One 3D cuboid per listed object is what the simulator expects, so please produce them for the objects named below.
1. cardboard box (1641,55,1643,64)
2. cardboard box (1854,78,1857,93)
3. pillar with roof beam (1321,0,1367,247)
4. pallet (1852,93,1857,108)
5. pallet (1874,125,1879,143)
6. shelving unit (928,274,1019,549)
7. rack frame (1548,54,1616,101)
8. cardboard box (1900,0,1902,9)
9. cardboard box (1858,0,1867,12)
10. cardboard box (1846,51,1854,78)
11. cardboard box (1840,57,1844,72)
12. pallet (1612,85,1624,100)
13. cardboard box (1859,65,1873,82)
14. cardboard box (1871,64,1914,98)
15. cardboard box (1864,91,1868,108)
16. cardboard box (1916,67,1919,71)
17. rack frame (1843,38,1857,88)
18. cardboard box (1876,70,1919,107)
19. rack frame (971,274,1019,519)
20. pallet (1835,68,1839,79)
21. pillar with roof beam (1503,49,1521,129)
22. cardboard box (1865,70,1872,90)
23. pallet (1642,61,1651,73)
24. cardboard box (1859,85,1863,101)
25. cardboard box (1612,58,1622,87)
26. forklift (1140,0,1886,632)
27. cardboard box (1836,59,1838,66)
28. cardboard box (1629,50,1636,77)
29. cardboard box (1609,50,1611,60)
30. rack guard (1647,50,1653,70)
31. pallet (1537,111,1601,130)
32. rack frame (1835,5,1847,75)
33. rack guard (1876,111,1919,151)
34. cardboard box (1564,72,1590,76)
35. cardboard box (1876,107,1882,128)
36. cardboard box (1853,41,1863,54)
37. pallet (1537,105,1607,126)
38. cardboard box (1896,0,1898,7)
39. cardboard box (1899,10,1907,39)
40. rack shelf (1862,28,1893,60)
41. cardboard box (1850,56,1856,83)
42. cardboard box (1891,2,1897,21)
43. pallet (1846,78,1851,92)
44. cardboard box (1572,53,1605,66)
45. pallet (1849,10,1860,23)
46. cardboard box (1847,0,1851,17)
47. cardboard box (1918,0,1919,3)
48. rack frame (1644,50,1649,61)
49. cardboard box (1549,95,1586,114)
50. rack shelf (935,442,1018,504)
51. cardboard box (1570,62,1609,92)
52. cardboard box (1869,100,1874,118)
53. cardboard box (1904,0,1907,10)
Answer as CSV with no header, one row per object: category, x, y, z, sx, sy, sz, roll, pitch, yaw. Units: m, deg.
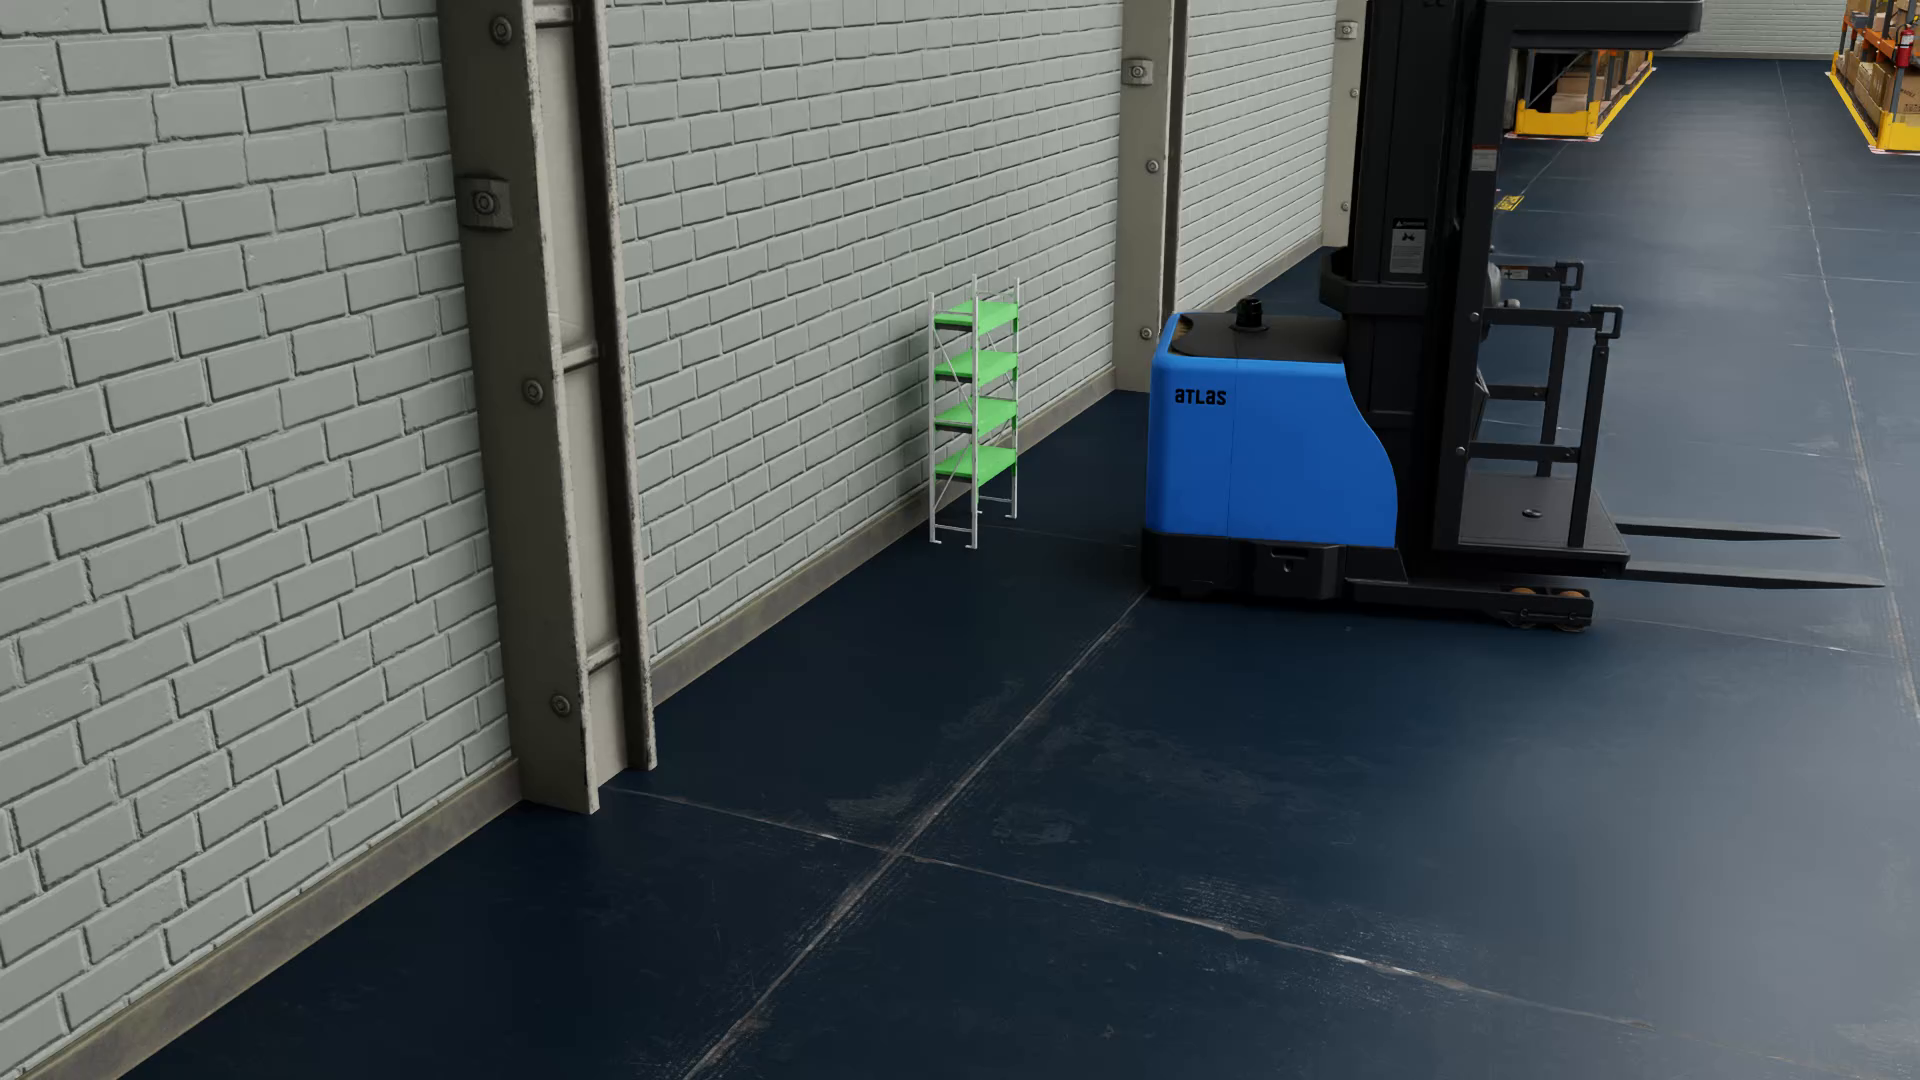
cardboard box,15.007,-10.976,37.459,0.700,0.500,0.500,8,21,21
cardboard box,16.375,-8.149,29.882,0.500,0.250,0.500,8,21,23
pillar with roof beam,7.572,-6.499,12.815,9.100,9.000,0.400,9,21,23
pallet,16.485,-7.806,29.603,1.003,0.211,1.213,9,21,23
pallet,13.857,-5.846,24.093,1.003,0.211,1.213,9,21,23
shelving unit,0.068,-0.616,7.910,0.258,1.200,0.503,9,21,23
rack frame,10.699,-8.822,28.298,1.000,3.000,0.127,9,21,23
cardboard box,14.620,-8.204,25.445,0.380,0.149,0.250,8,21,22
cardboard box,17.874,-10.501,32.243,0.700,0.500,0.500,12,23,31
cardboard box,18.075,-9.504,33.290,0.500,0.500,0.500,8,21,20
cardboard box,18.777,-9.972,34.888,0.500,0.311,0.500,9,21,23
pallet,12.015,-8.492,31.533,1.003,0.211,1.213,9,21,23
cardboard box,15.957,-8.096,28.896,0.500,0.311,0.500,8,21,21
cardboard box,14.547,-7.146,25.945,0.500,0.500,0.500,9,21,23
cardboard box,15.125,-7.212,27.249,0.500,0.250,0.500,8,21,22
cardboard box,14.813,-6.923,25.316,0.500,0.500,0.500,9,21,23
rack frame,18.496,-10.589,33.267,1.000,3.000,0.127,9,21,23
cardboard box,13.926,-6.689,24.658,0.500,0.500,0.500,9,21,23
rack frame,0.168,-0.691,8.120,0.240,1.200,0.015,9,21,23
pallet,19.777,-10.231,36.422,1.003,0.211,1.213,9,21,23
pillar with roof beam,12.486,-10.168,23.129,9.100,9.000,0.400,9,21,23
cardboard box,15.331,-7.633,27.595,0.500,0.311,0.500,9,22,24
pallet,15.357,-10.921,38.363,1.003,0.211,1.213,9,21,23
cardboard box,15.753,-7.678,28.560,0.500,0.250,0.500,9,21,24
cardboard box,12.090,-8.847,31.443,0.700,0.500,0.500,9,21,23
forklift,2.357,-1.194,6.951,3.031,2.935,1.130,4,20,11
cardboard box,19.546,-10.527,36.664,0.380,0.166,0.250,9,21,23
cardboard box,13.122,-9.703,33.359,0.750,0.750,0.750,8,21,22
cardboard box,11.799,-9.035,30.851,0.500,0.250,0.500,9,21,24
rack guard,15.623,-11.320,39.053,1.175,0.500,0.348,9,21,23
pallet,9.457,-6.552,26.077,1.003,0.211,1.213,9,21,23
rack frame,20.134,-11.812,36.705,1.000,3.000,0.127,9,21,23
rack guard,13.572,-5.736,23.350,1.175,0.500,0.348,9,21,23
cardboard box,10.310,-7.529,27.736,0.500,0.500,0.500,7,21,19
cardboard box,13.726,-6.182,24.352,0.500,0.250,0.500,9,21,23
cardboard box,17.666,-9.552,32.305,0.500,0.250,0.500,9,21,23
pallet,9.958,-6.924,27.122,1.003,0.211,1.213,9,21,23
cardboard box,14.933,-8.441,26.109,0.380,0.149,0.250,9,21,23
cardboard box,14.625,-7.739,25.104,0.700,0.500,0.500,9,21,24
rack shelf,16.039,-8.416,28.230,1.077,0.370,4.000,9,21,23
cardboard box,17.448,-9.033,31.967,0.500,0.500,0.500,8,21,21
cardboard box,16.185,-8.898,28.363,0.500,0.500,0.500,7,21,20
pallet,18.197,-9.021,33.021,1.003,0.211,1.213,9,21,23
cardboard box,11.162,-8.567,29.537,0.500,0.250,0.500,8,21,22
pallet,18.069,-10.269,32.654,1.003,0.211,1.213,9,21,23
cardboard box,19.297,-11.448,35.533,0.500,0.500,0.500,8,21,23
cardboard box,13.806,-7.736,23.160,0.700,0.500,0.500,9,21,23
rack frame,15.613,-12.490,38.613,1.000,3.000,0.127,9,21,23
cardboard box,9.426,-6.739,25.797,0.500,0.311,0.500,6,20,17
rack shelf,0.068,-0.330,8.012,0.258,0.148,0.480,9,21,23
cardboard box,11.397,-8.394,30.169,0.700,0.500,0.500,9,21,23
cardboard box,14.334,-6.641,25.644,0.500,0.250,0.500,9,21,23
cardboard box,14.302,-7.967,24.776,0.380,0.149,0.250,8,21,22
